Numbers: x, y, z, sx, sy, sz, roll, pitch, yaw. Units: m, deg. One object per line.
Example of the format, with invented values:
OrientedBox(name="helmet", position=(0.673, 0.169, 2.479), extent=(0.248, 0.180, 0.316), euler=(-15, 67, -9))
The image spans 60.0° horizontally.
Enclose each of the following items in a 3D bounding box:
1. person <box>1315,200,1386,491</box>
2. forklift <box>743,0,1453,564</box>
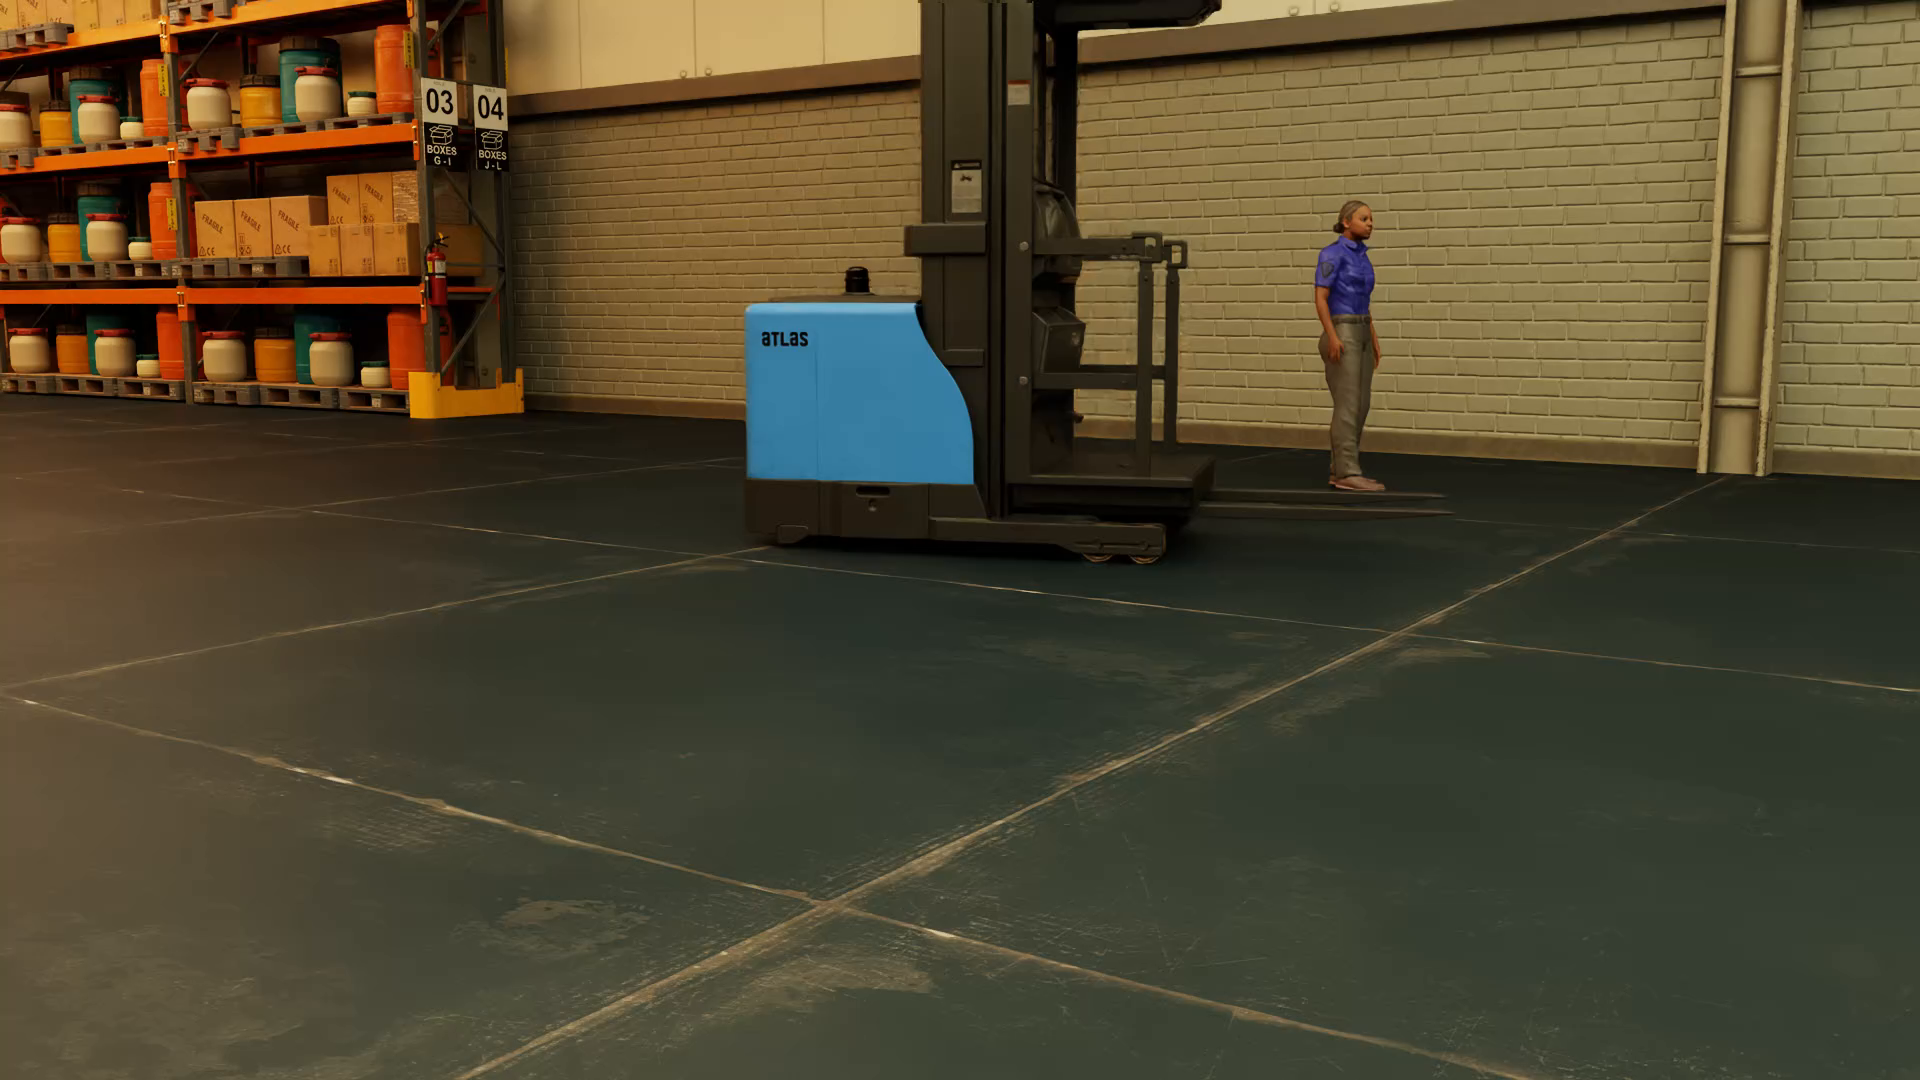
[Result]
OrientedBox(name="person", position=(2.317, -1.117, 9.573), extent=(0.491, 1.660, 0.586), euler=(6, 10, 36))
OrientedBox(name="forklift", position=(0.615, -1.433, 7.271), extent=(3.031, 2.935, 1.130), euler=(2, 8, 13))
